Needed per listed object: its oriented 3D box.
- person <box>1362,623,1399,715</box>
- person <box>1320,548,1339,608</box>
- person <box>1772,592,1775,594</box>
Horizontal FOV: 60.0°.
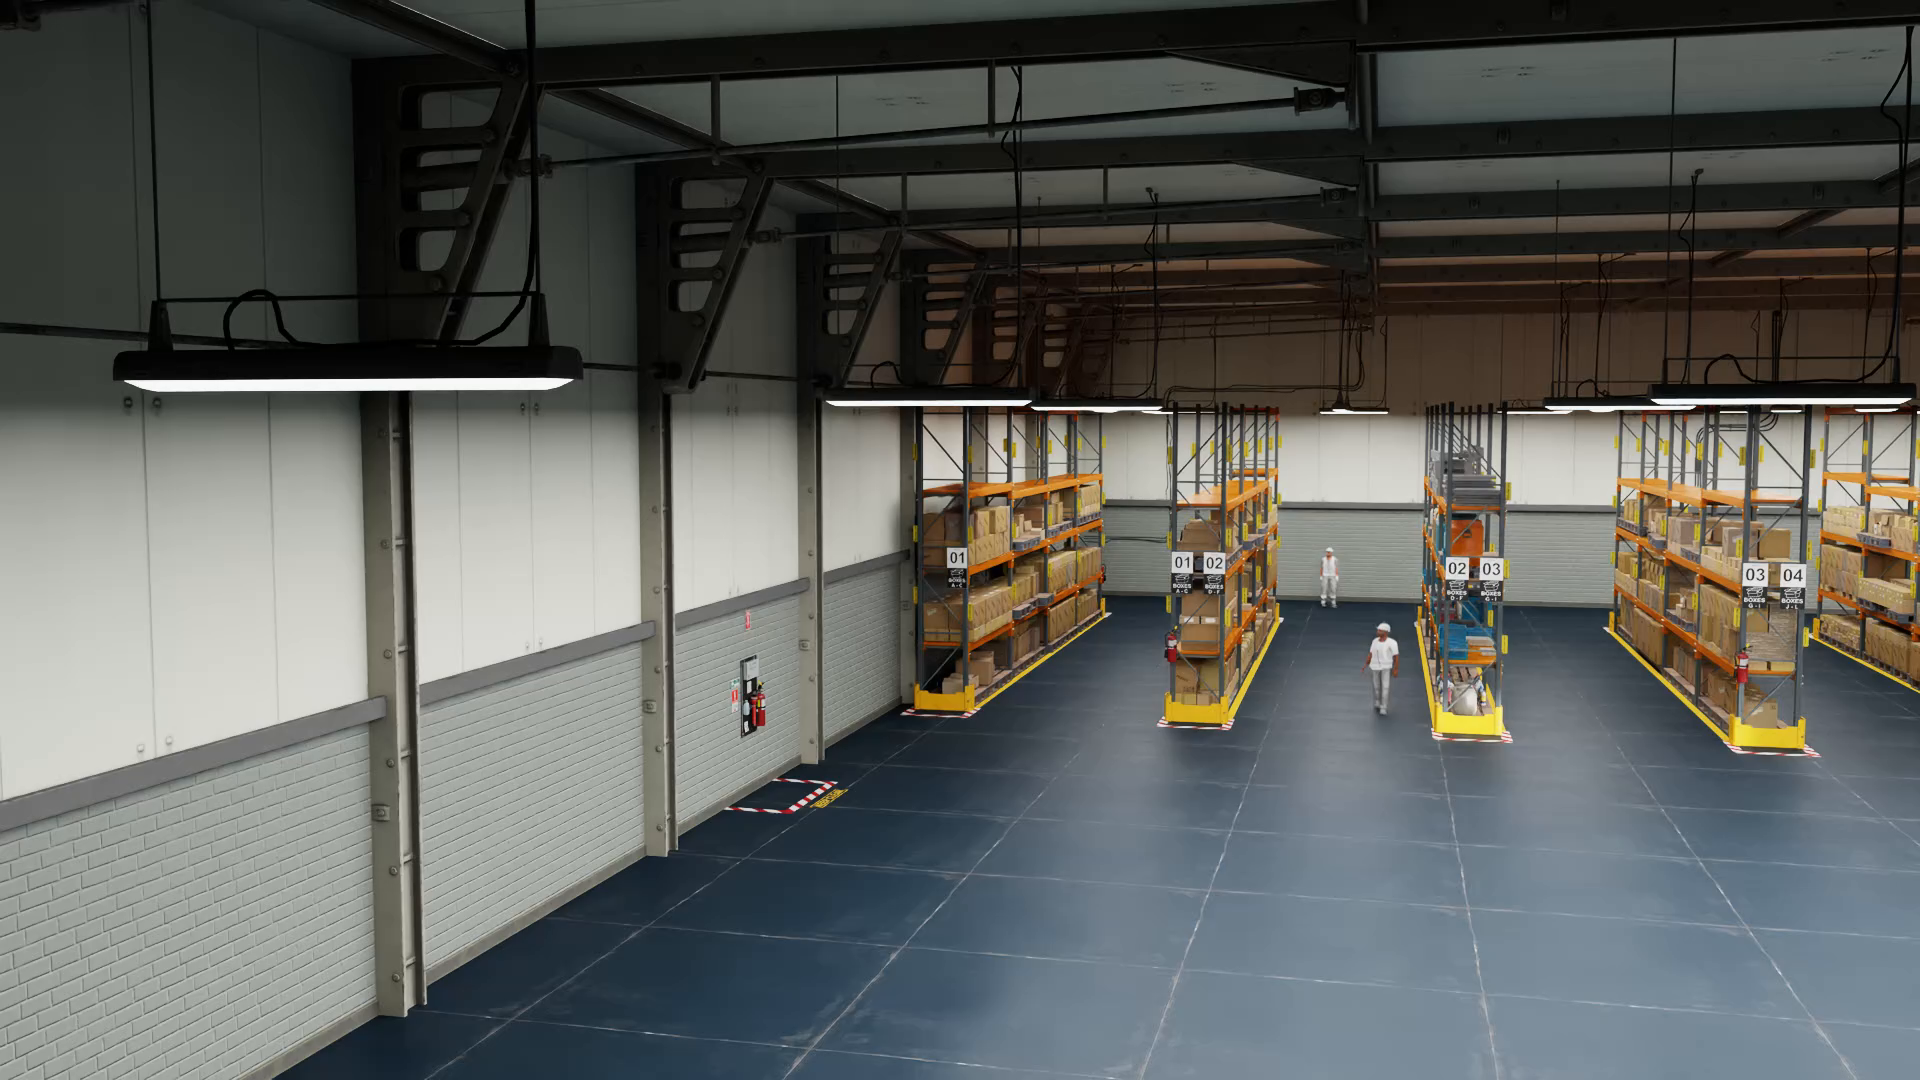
[{"bbox_3d":[8.139,2.480,32.217,0.694,1.729,0.986,1,4,19],"label":"person"},{"bbox_3d":[11.141,1.140,50.157,0.541,1.834,0.384,0,4,2],"label":"person"},{"bbox_3d":[20.050,1.822,41.443,0.392,1.687,0.506,0,4,-1],"label":"person"}]
